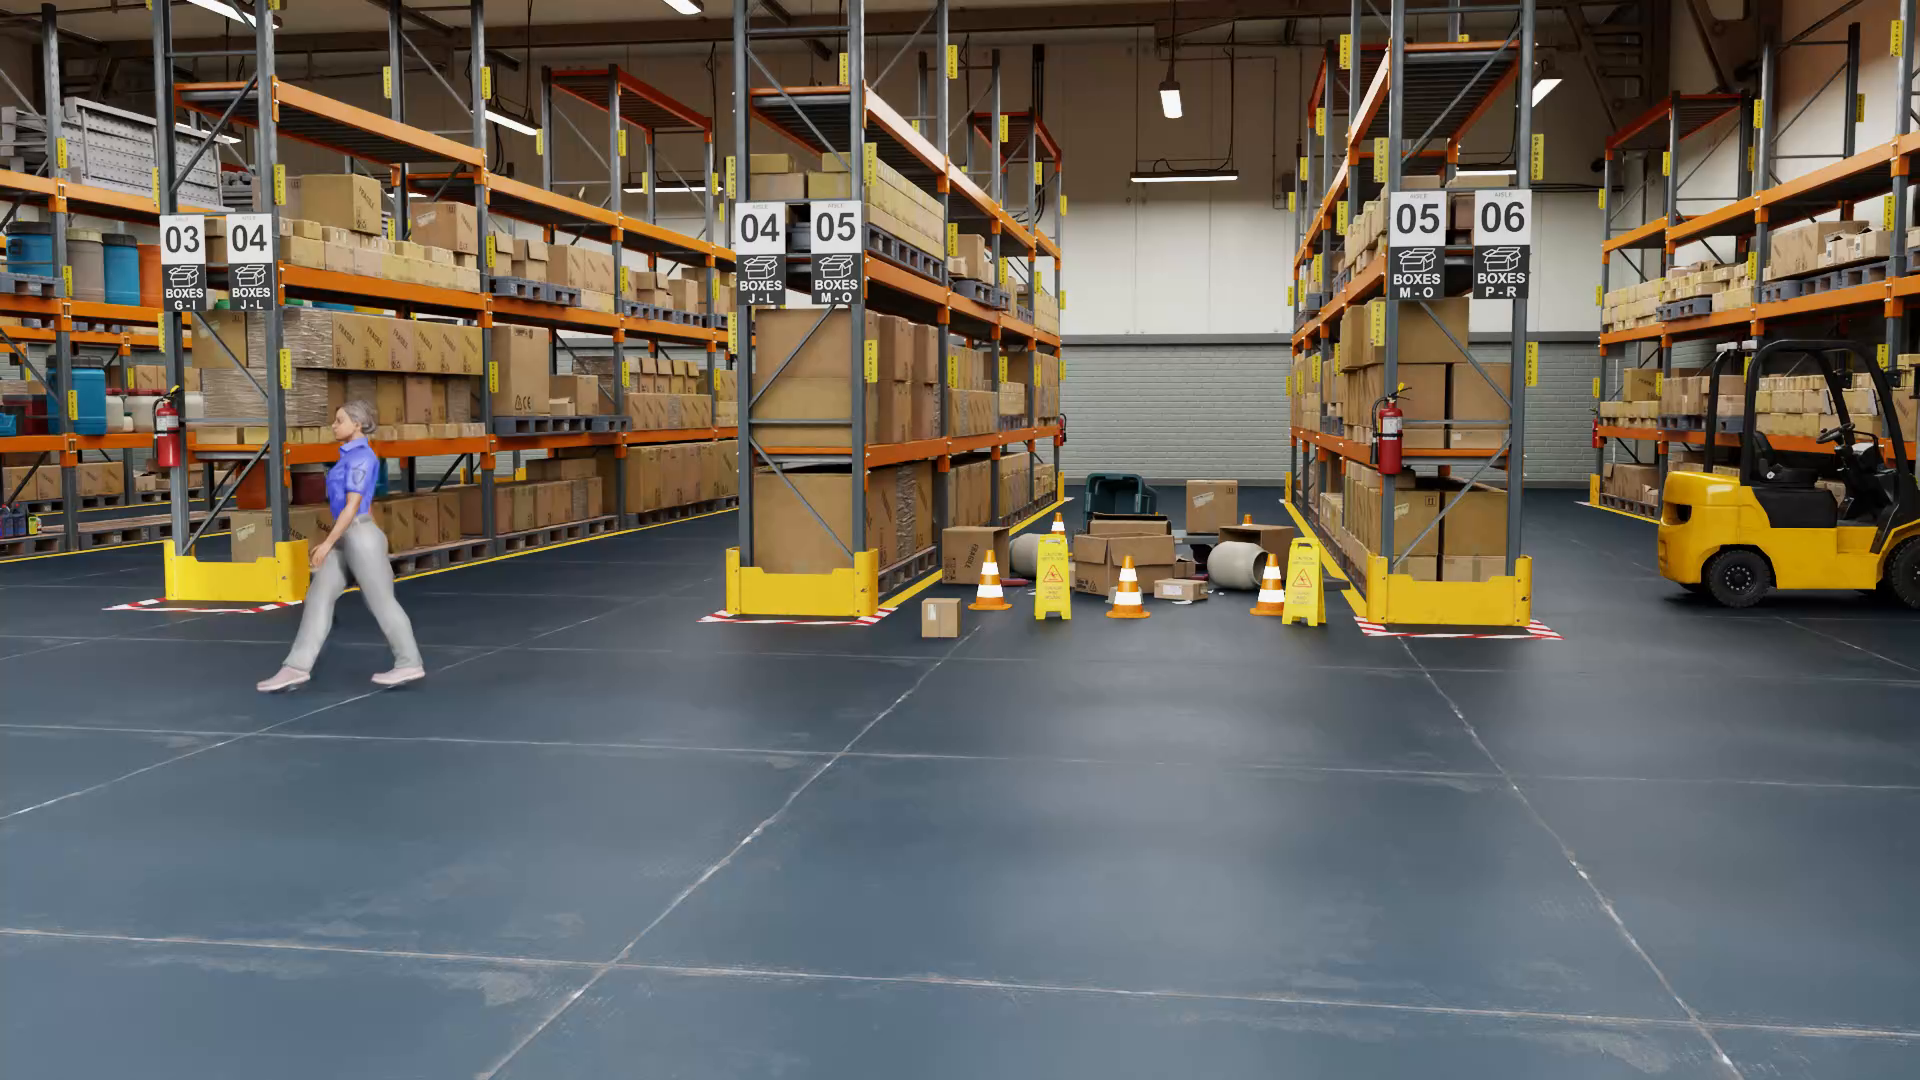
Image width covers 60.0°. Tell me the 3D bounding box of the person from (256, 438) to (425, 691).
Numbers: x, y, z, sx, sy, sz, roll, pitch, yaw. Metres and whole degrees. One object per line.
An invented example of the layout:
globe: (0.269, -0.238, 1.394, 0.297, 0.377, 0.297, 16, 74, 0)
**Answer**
person: (-3.513, 0.133, 9.425, 0.885, 1.422, 0.448, -3, 5, -31)
